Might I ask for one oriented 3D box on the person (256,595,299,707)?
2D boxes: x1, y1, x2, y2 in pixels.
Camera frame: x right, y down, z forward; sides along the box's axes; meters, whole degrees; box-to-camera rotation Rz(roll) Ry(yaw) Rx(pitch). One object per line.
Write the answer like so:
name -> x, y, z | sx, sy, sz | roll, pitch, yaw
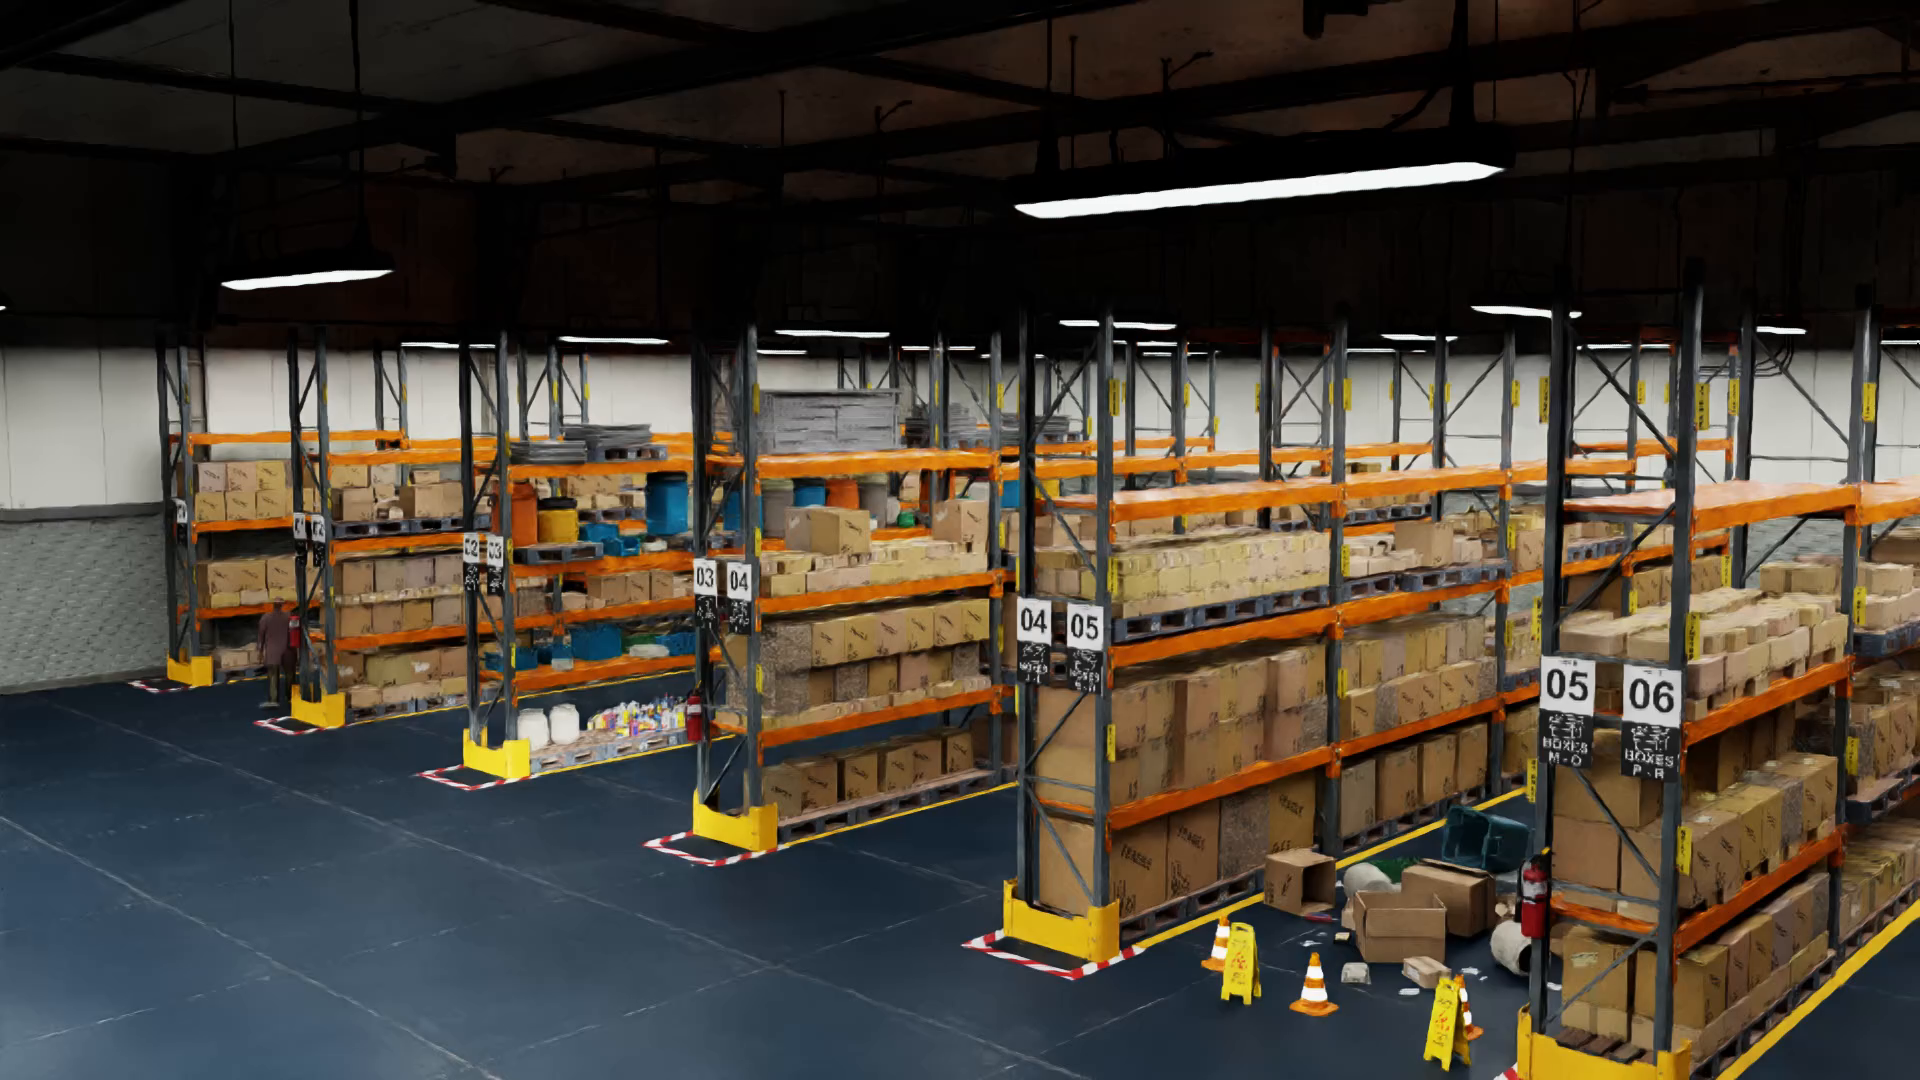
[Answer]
person -> -10.891, 1.757, 26.719 | 0.775, 1.771, 0.672 | -2, 6, -23
